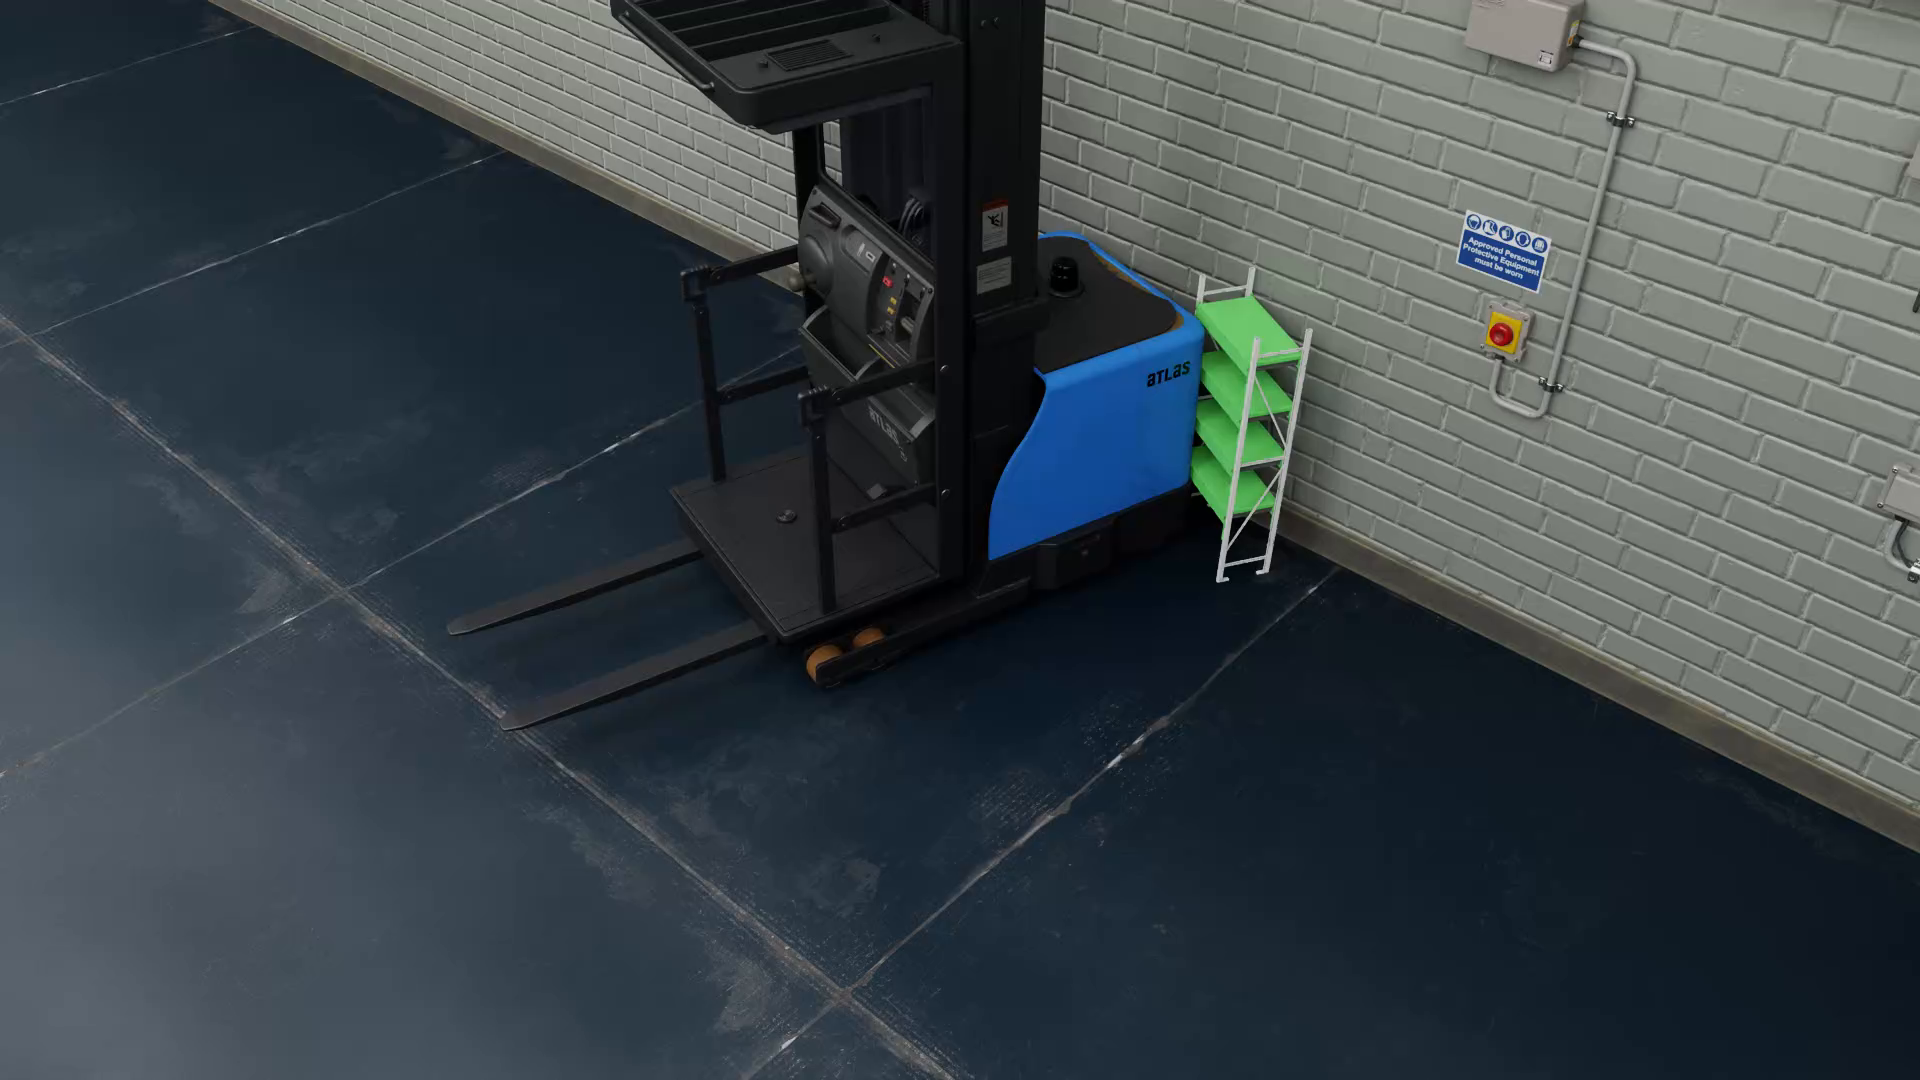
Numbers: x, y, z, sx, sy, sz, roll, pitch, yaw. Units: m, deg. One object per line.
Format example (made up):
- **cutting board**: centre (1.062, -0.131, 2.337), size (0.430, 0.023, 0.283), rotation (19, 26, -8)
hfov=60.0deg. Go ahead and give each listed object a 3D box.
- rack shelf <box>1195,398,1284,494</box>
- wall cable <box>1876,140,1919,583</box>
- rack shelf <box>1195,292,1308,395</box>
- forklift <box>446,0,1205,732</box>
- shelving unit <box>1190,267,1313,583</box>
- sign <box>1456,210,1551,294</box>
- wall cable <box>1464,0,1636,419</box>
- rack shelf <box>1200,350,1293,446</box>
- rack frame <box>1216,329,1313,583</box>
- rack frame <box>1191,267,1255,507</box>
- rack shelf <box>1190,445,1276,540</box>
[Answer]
- **rack shelf**: centre (1.134, -0.410, 6.897), size (0.258, 0.148, 0.480), rotation (-11, 40, -15)
- **wall cable**: centre (2.978, -0.679, 4.878), size (0.588, 1.984, 0.122), rotation (30, 47, 32)
- **rack shelf**: centre (1.145, -0.784, 6.596), size (0.258, 0.148, 0.480), rotation (-11, 40, -15)
- **forklift**: centre (-0.533, -0.946, 6.085), size (3.031, 2.935, 1.130), rotation (-21, 43, -24)
- **shelving unit**: centre (1.135, -0.459, 6.857), size (0.258, 1.200, 0.503), rotation (-11, 40, -15)
- **sign**: centre (1.929, -1.026, 5.913), size (0.327, 0.218, 0.001), rotation (30, 47, 32)
- **wall cable**: centre (1.923, -1.282, 5.610), size (0.585, 1.953, 0.123), rotation (30, 47, 32)
- **rack shelf**: centre (1.139, -0.597, 6.746), size (0.258, 0.148, 0.480), rotation (-11, 40, -15)
- **rack frame**: centre (1.212, -0.313, 6.677), size (0.240, 1.200, 0.015), rotation (-11, 40, -15)
- **rack frame**: centre (1.058, -0.606, 7.036), size (0.240, 1.200, 0.015), rotation (-11, 40, -15)
- **rack shelf**: centre (1.128, -0.223, 7.047), size (0.258, 0.148, 0.480), rotation (-11, 40, -15)
